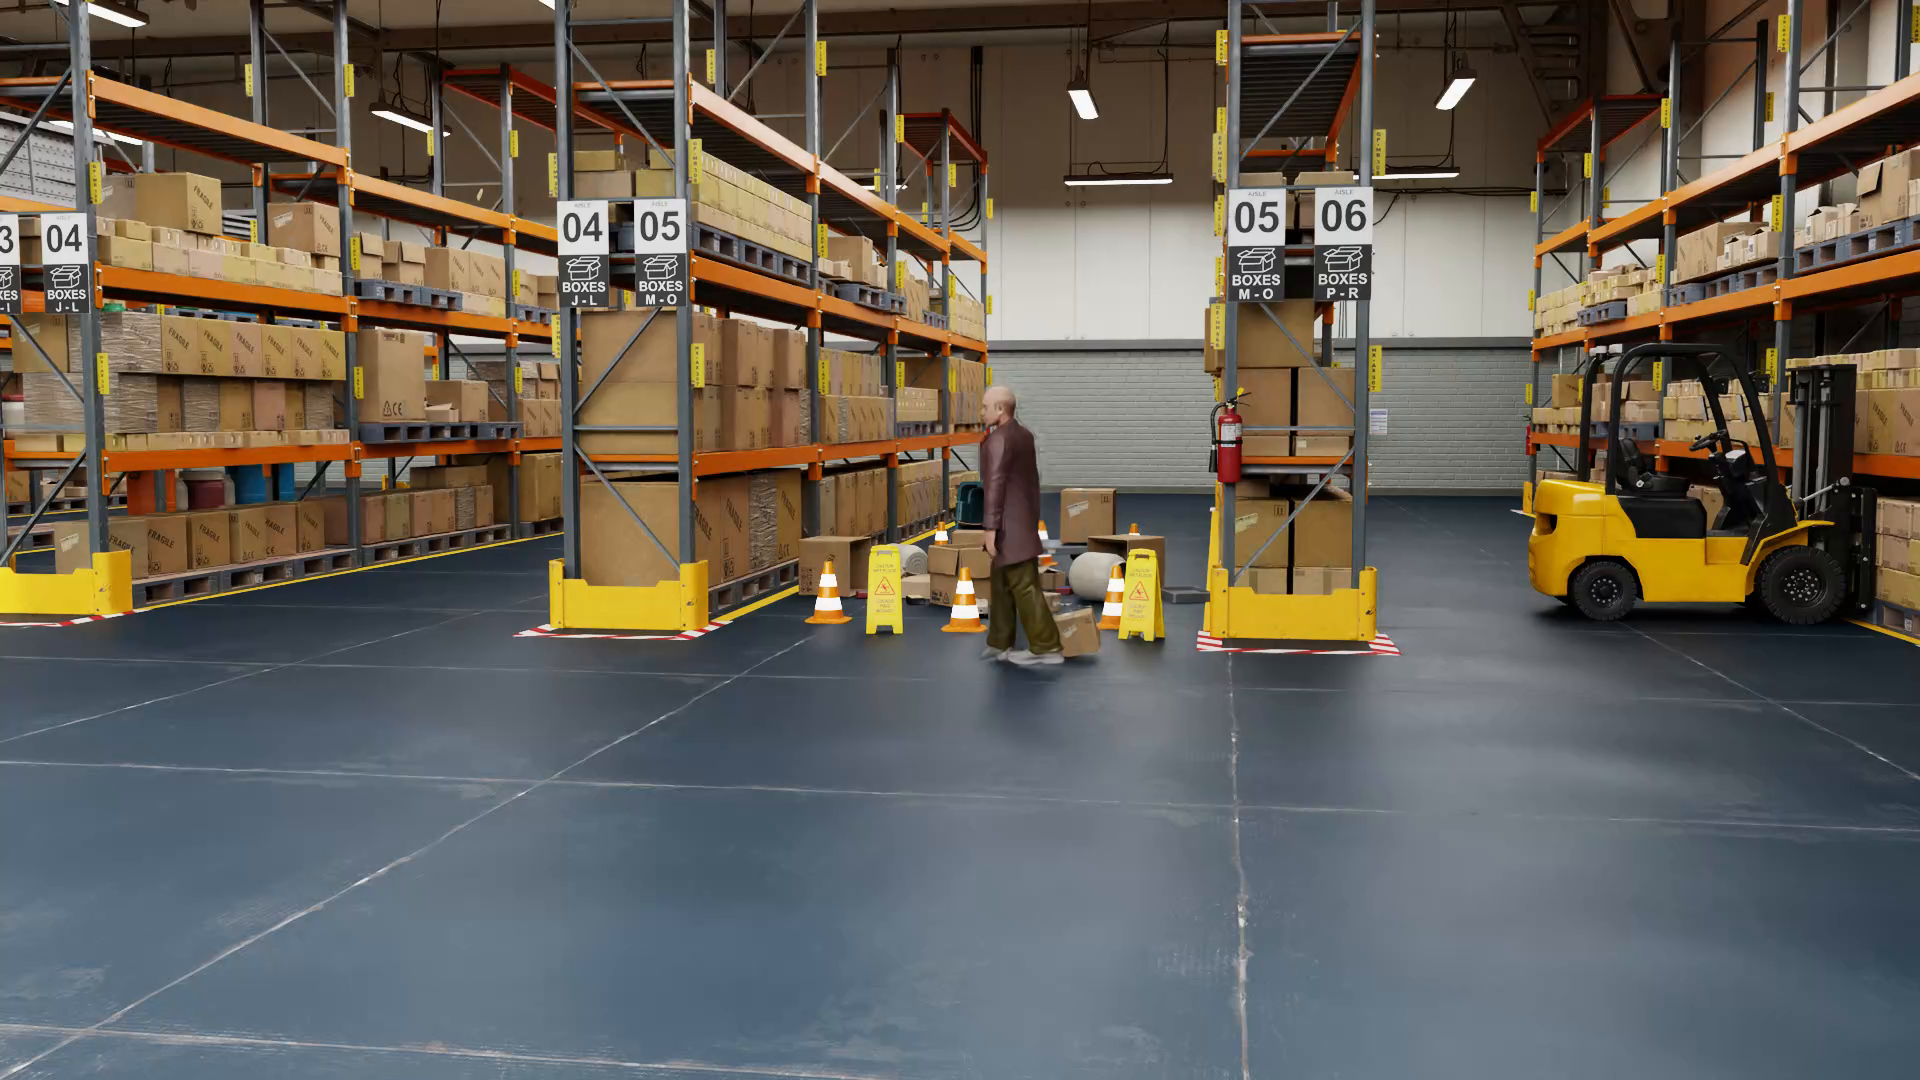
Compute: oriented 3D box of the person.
[{"bbox_3d":[0.355,-0.060,10.523,0.676,1.820,0.672,1,5,18],"label":"person"}]
